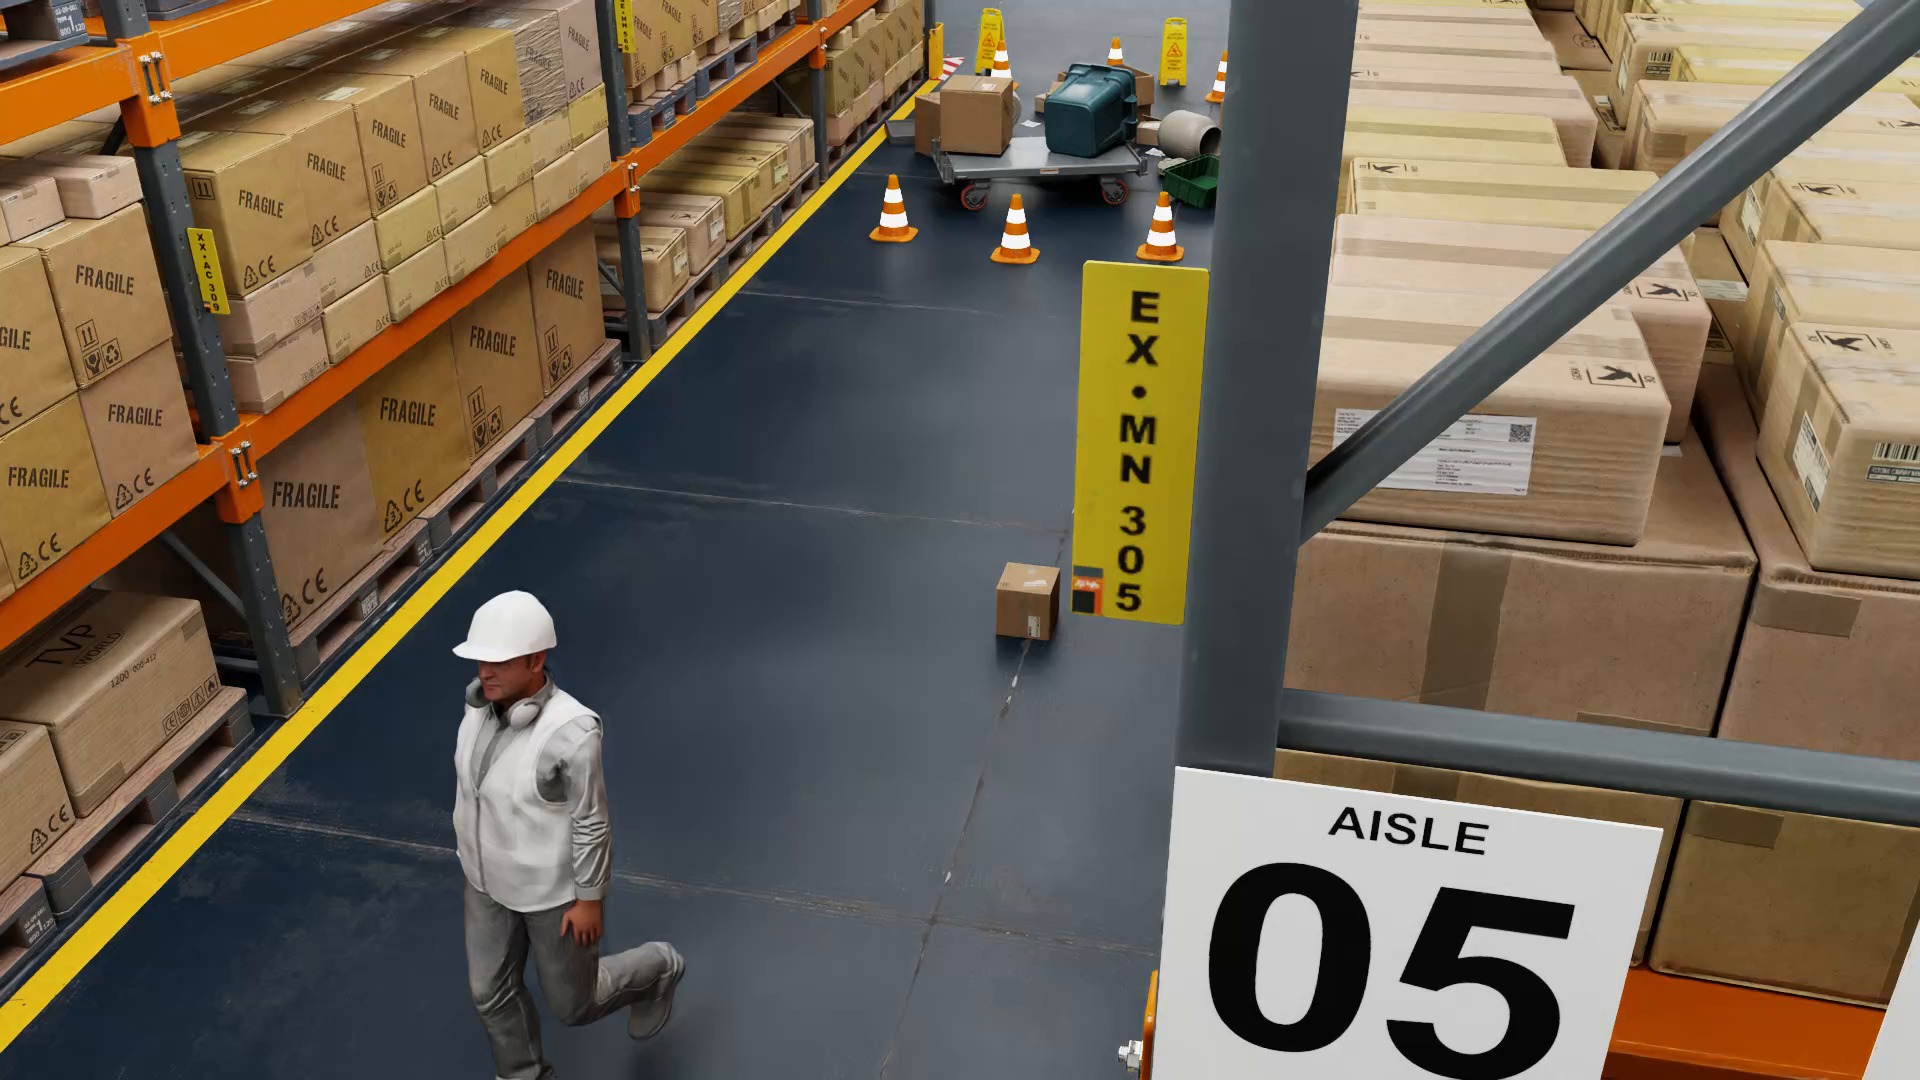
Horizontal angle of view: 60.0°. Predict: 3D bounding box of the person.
[{"bbox_3d":[-1.205,0.940,4.856,0.544,1.749,0.794,18,34,30],"label":"person"}]
